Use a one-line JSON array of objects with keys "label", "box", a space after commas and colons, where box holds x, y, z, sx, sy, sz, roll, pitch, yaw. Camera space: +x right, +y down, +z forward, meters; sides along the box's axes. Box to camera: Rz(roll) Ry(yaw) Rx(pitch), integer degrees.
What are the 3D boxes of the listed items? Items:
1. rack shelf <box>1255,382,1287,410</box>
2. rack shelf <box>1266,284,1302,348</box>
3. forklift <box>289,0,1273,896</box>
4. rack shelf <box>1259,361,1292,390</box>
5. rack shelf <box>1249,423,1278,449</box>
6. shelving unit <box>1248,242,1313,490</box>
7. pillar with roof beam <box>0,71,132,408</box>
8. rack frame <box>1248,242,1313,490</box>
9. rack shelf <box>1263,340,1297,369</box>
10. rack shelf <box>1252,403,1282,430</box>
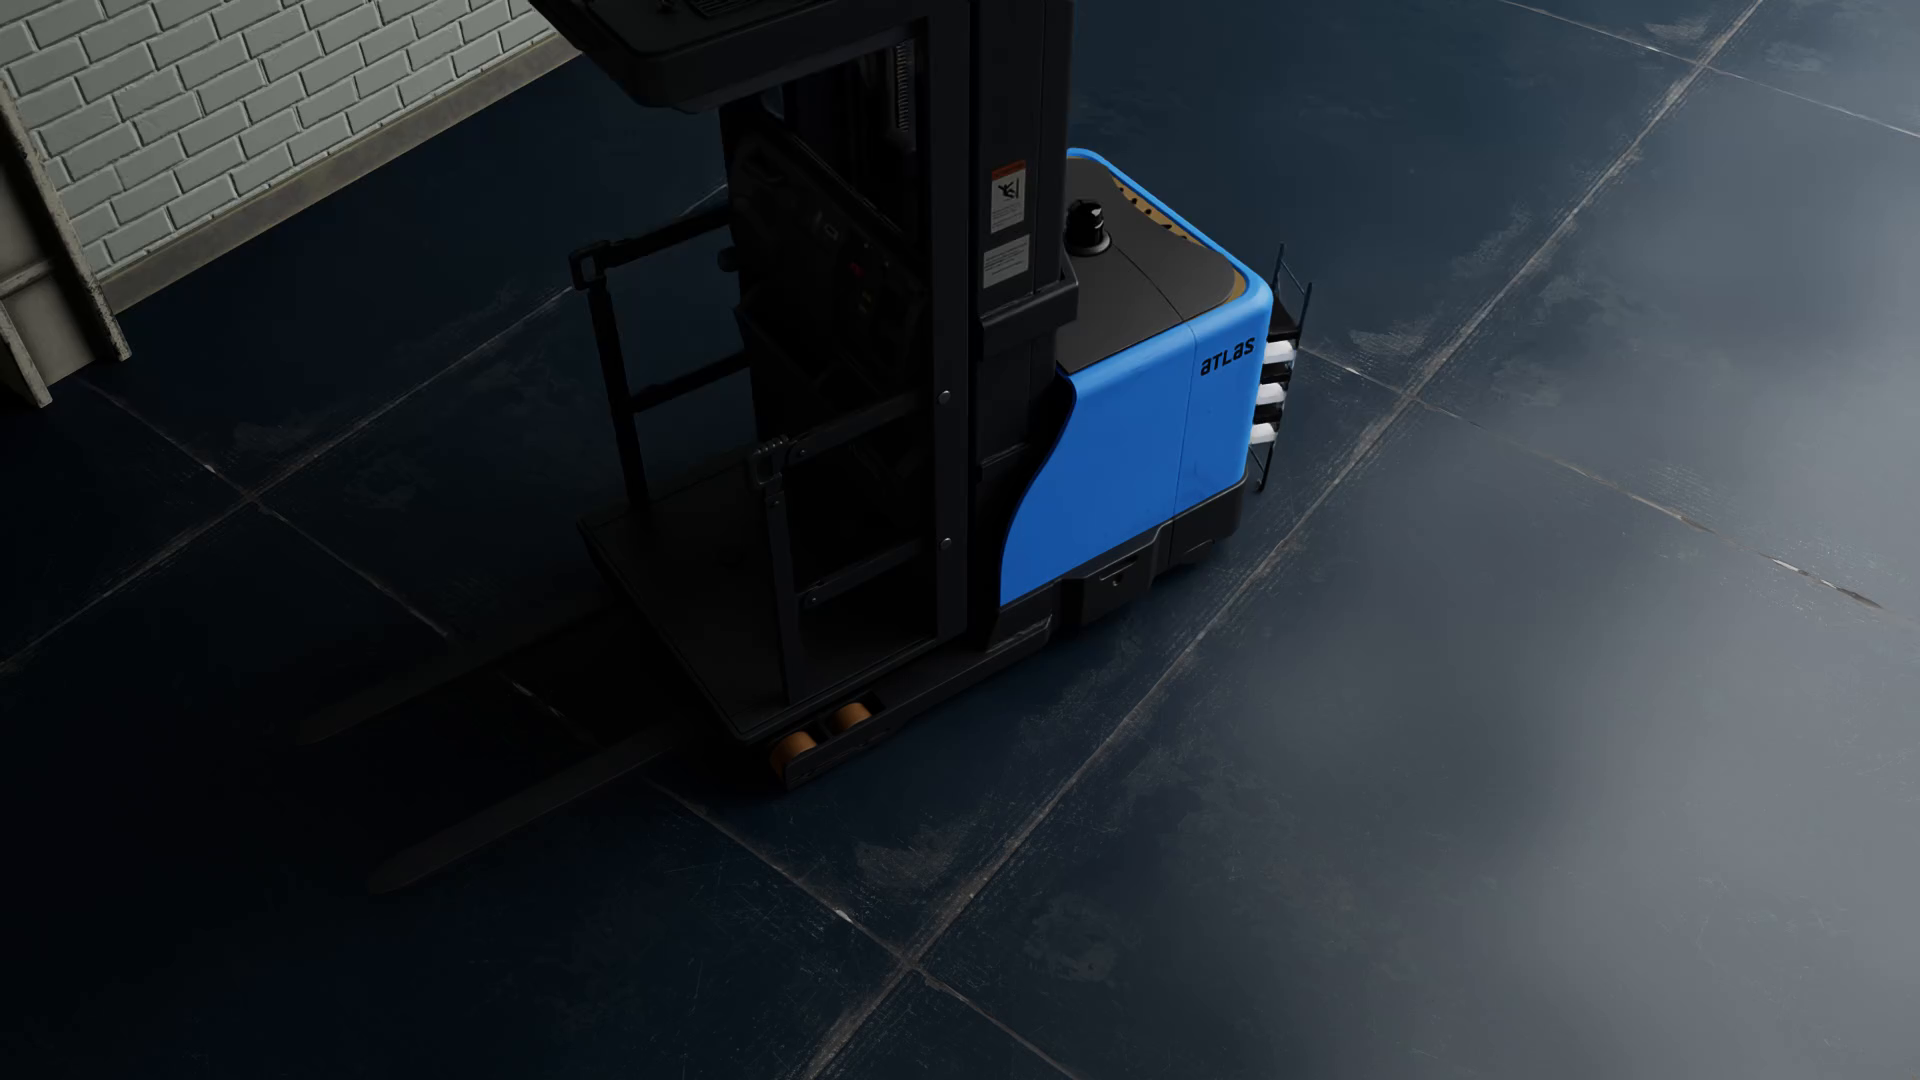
[{"label": "rack shelf", "box": [0.969, -0.537, 5.681, 0.200, 0.077, 0.258, -10, 47, -13]}, {"label": "rack shelf", "box": [0.980, -0.726, 5.488, 0.200, 0.077, 0.258, -10, 47, -13]}, {"label": "forklift", "box": [-0.540, -0.710, 4.401, 3.031, 2.935, 1.130, -26, 52, -23]}, {"label": "rack shelf", "box": [0.973, -0.600, 5.617, 0.200, 0.077, 0.258, -10, 47, -13]}, {"label": "rack shelf", "box": [0.962, -0.411, 5.810, 0.200, 0.077, 0.258, -10, 47, -13]}, {"label": "shelving unit", "box": [0.970, -0.560, 5.657, 0.210, 0.900, 0.258, -10, 47, -13]}, {"label": "pillar with roof beam", "box": [-0.037, -1.877, 1.320, 9.100, 9.000, 0.400, 29, 53, 25]}, {"label": "rack frame", "box": [1.068, -0.578, 5.680, 0.006, 0.900, 0.240, -10, 47, -13]}, {"label": "rack shelf", "box": [0.976, -0.663, 5.552, 0.200, 0.077, 0.258, -10, 47, -13]}, {"label": "rack shelf", "box": [0.965, -0.474, 5.745, 0.200, 0.077, 0.258, -10, 47, -13]}]
